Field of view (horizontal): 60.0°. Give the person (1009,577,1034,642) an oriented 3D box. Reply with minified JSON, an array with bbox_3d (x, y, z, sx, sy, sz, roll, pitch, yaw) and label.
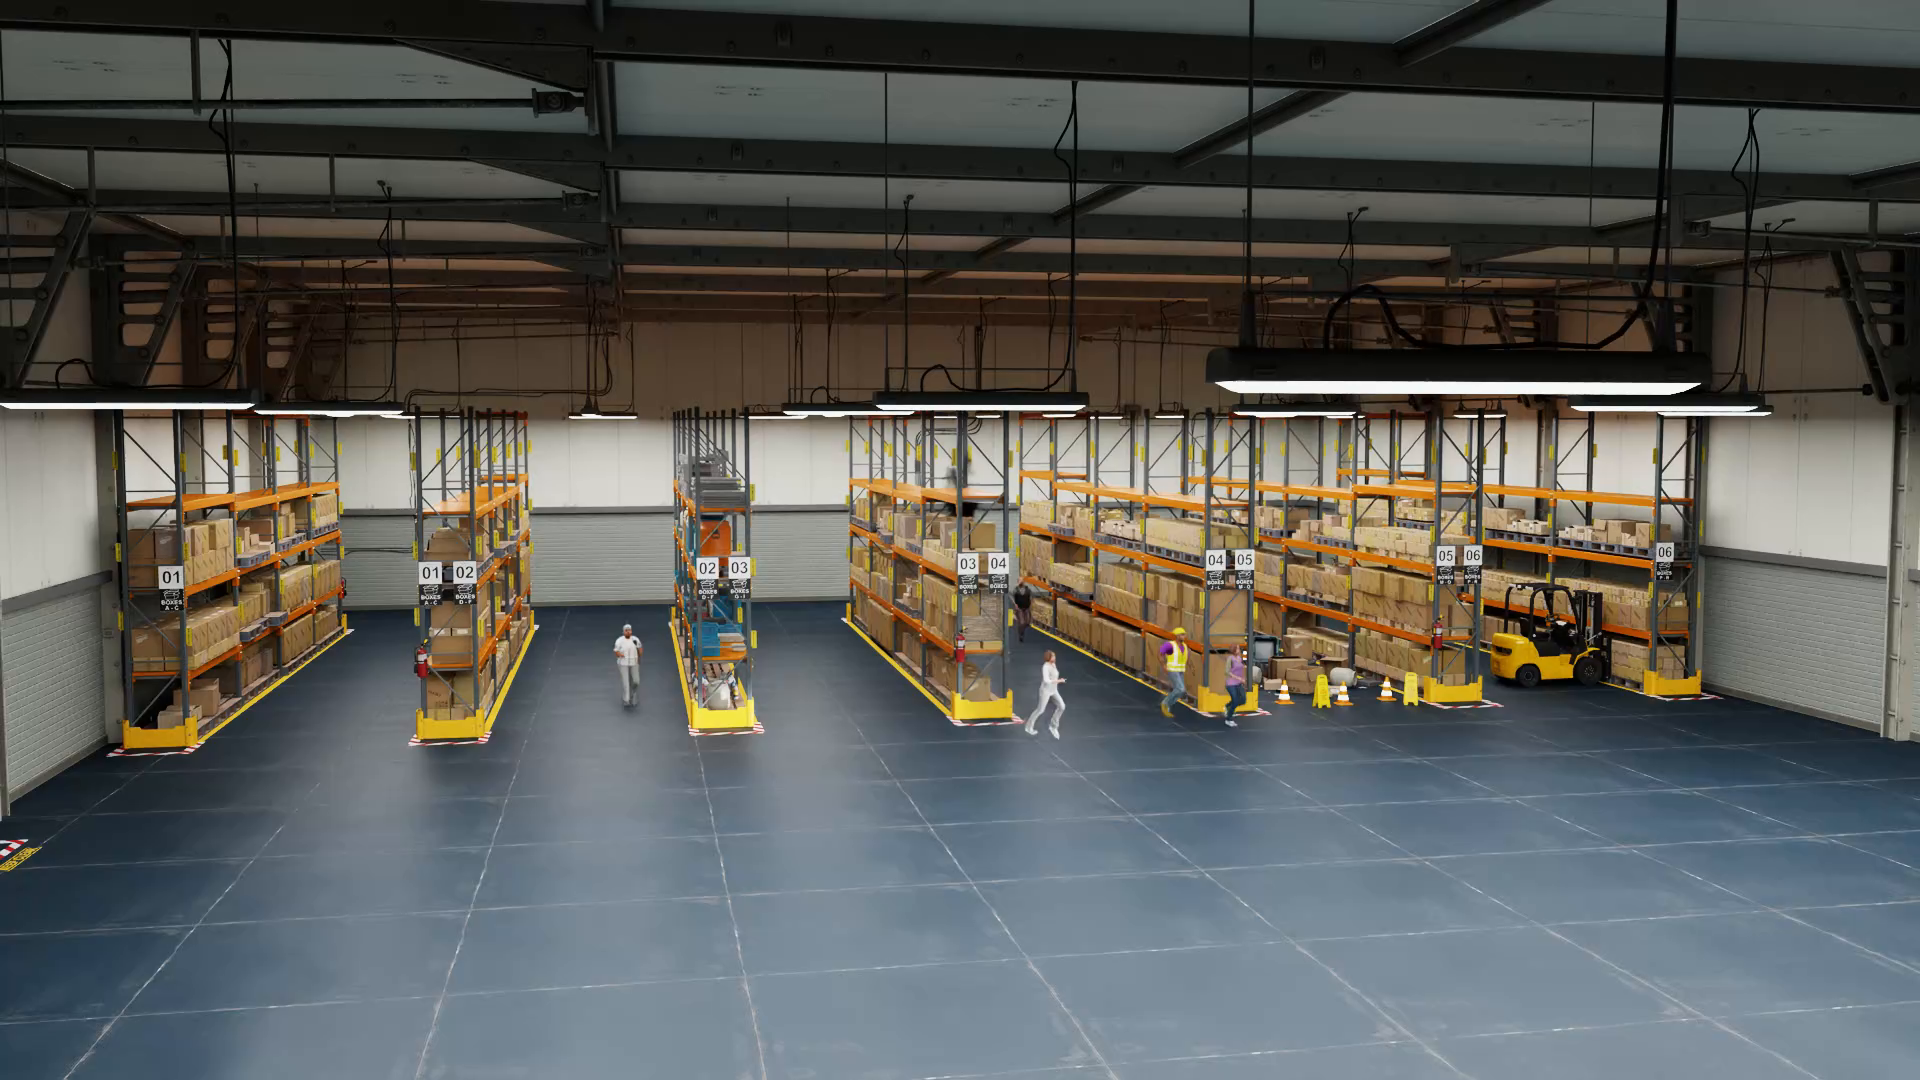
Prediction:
[{"bbox_3d":[1.627,1.803,43.412,0.666,1.687,0.528,-1,4,-8],"label":"person"}]

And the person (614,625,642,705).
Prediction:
[{"bbox_3d":[-6.654,2.524,33.457,0.591,1.638,0.576,-1,4,-18],"label":"person"}]

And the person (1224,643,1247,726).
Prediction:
[{"bbox_3d":[5.186,2.727,31.338,0.580,1.572,0.566,-4,6,-45],"label":"person"}]

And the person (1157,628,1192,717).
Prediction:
[{"bbox_3d":[4.244,2.566,32.332,0.688,1.719,0.573,-4,6,-44],"label":"person"}]

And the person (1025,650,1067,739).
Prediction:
[{"bbox_3d":[1.588,2.793,30.074,0.820,1.600,0.545,2,5,31],"label":"person"}]
